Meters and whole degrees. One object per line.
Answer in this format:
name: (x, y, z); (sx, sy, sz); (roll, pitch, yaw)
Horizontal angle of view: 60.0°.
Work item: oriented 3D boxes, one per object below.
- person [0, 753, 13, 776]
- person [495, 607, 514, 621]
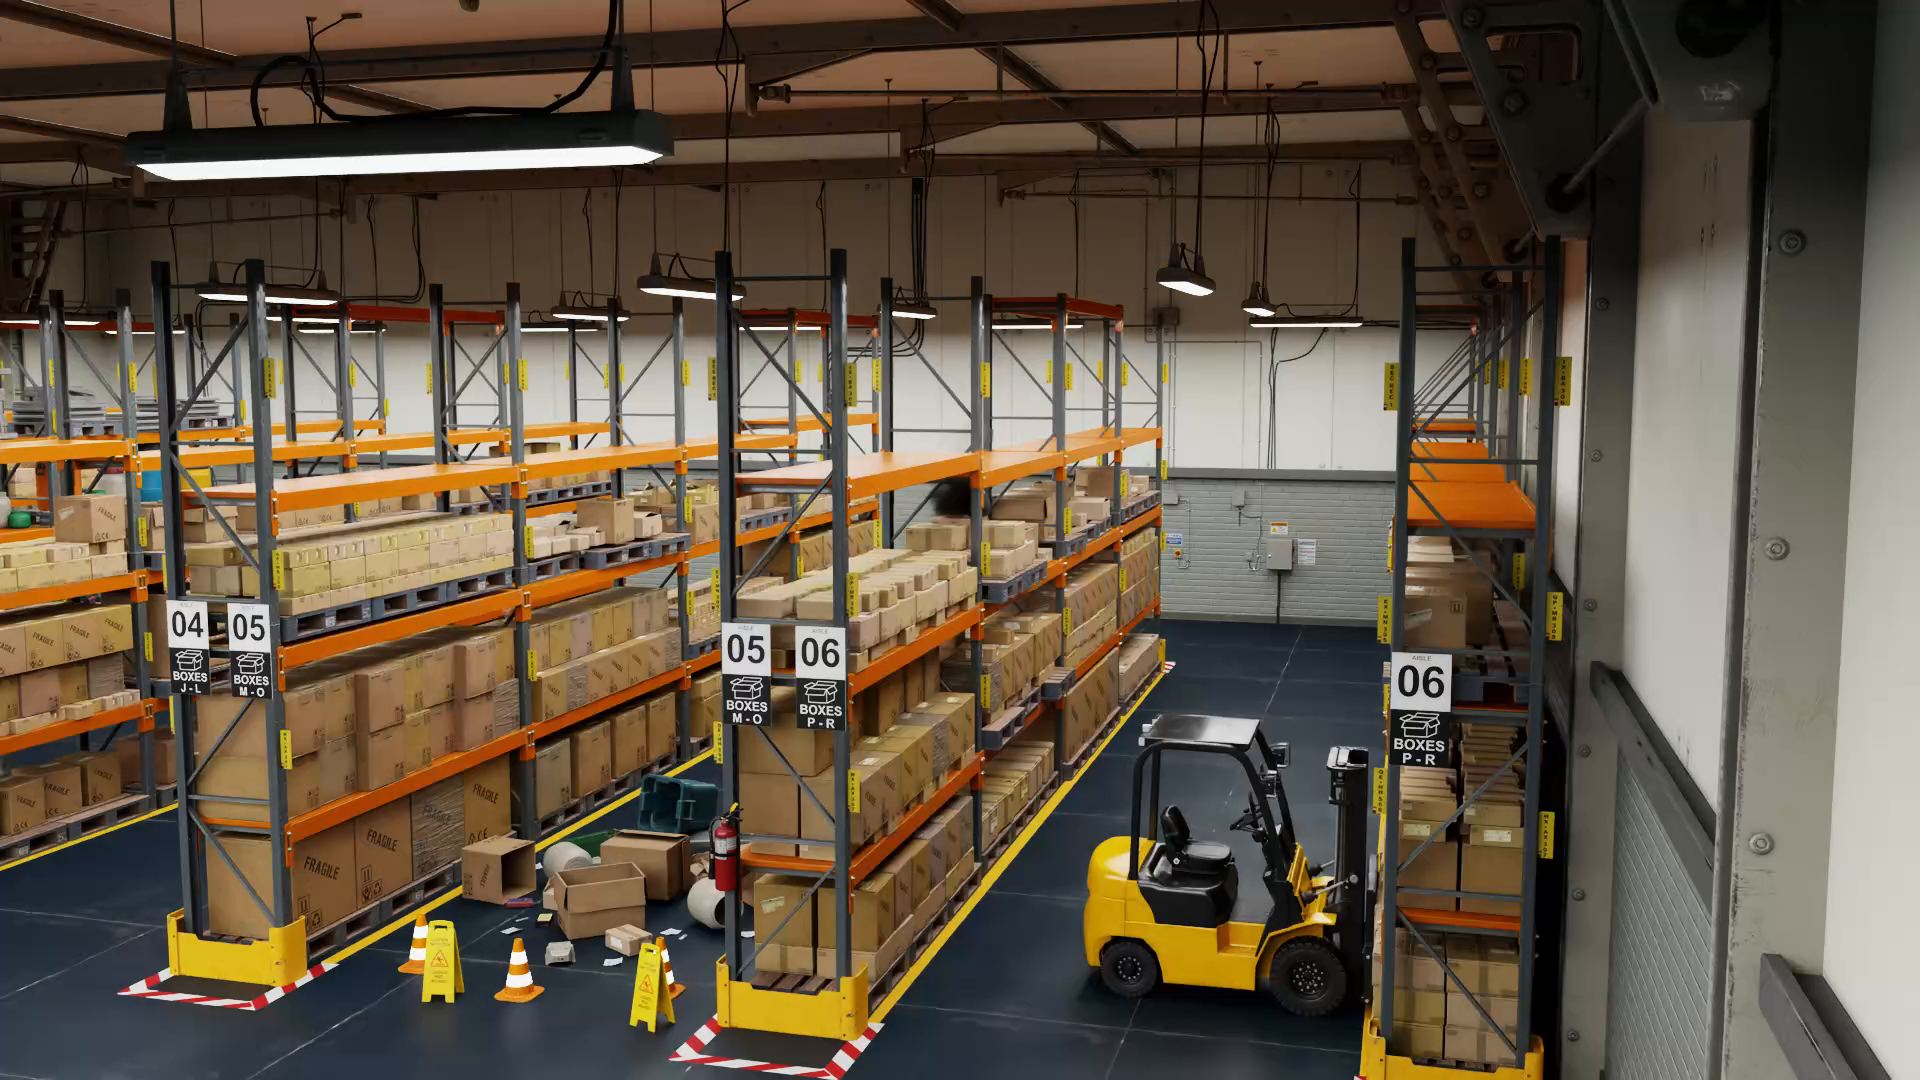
person: (-11.764, 2.158, 20.198); (0.710, 1.757, 0.525); (1, 6, 12)
person: (-6.580, 1.769, 24.111); (0.627, 1.744, 0.719); (1, 6, 7)
